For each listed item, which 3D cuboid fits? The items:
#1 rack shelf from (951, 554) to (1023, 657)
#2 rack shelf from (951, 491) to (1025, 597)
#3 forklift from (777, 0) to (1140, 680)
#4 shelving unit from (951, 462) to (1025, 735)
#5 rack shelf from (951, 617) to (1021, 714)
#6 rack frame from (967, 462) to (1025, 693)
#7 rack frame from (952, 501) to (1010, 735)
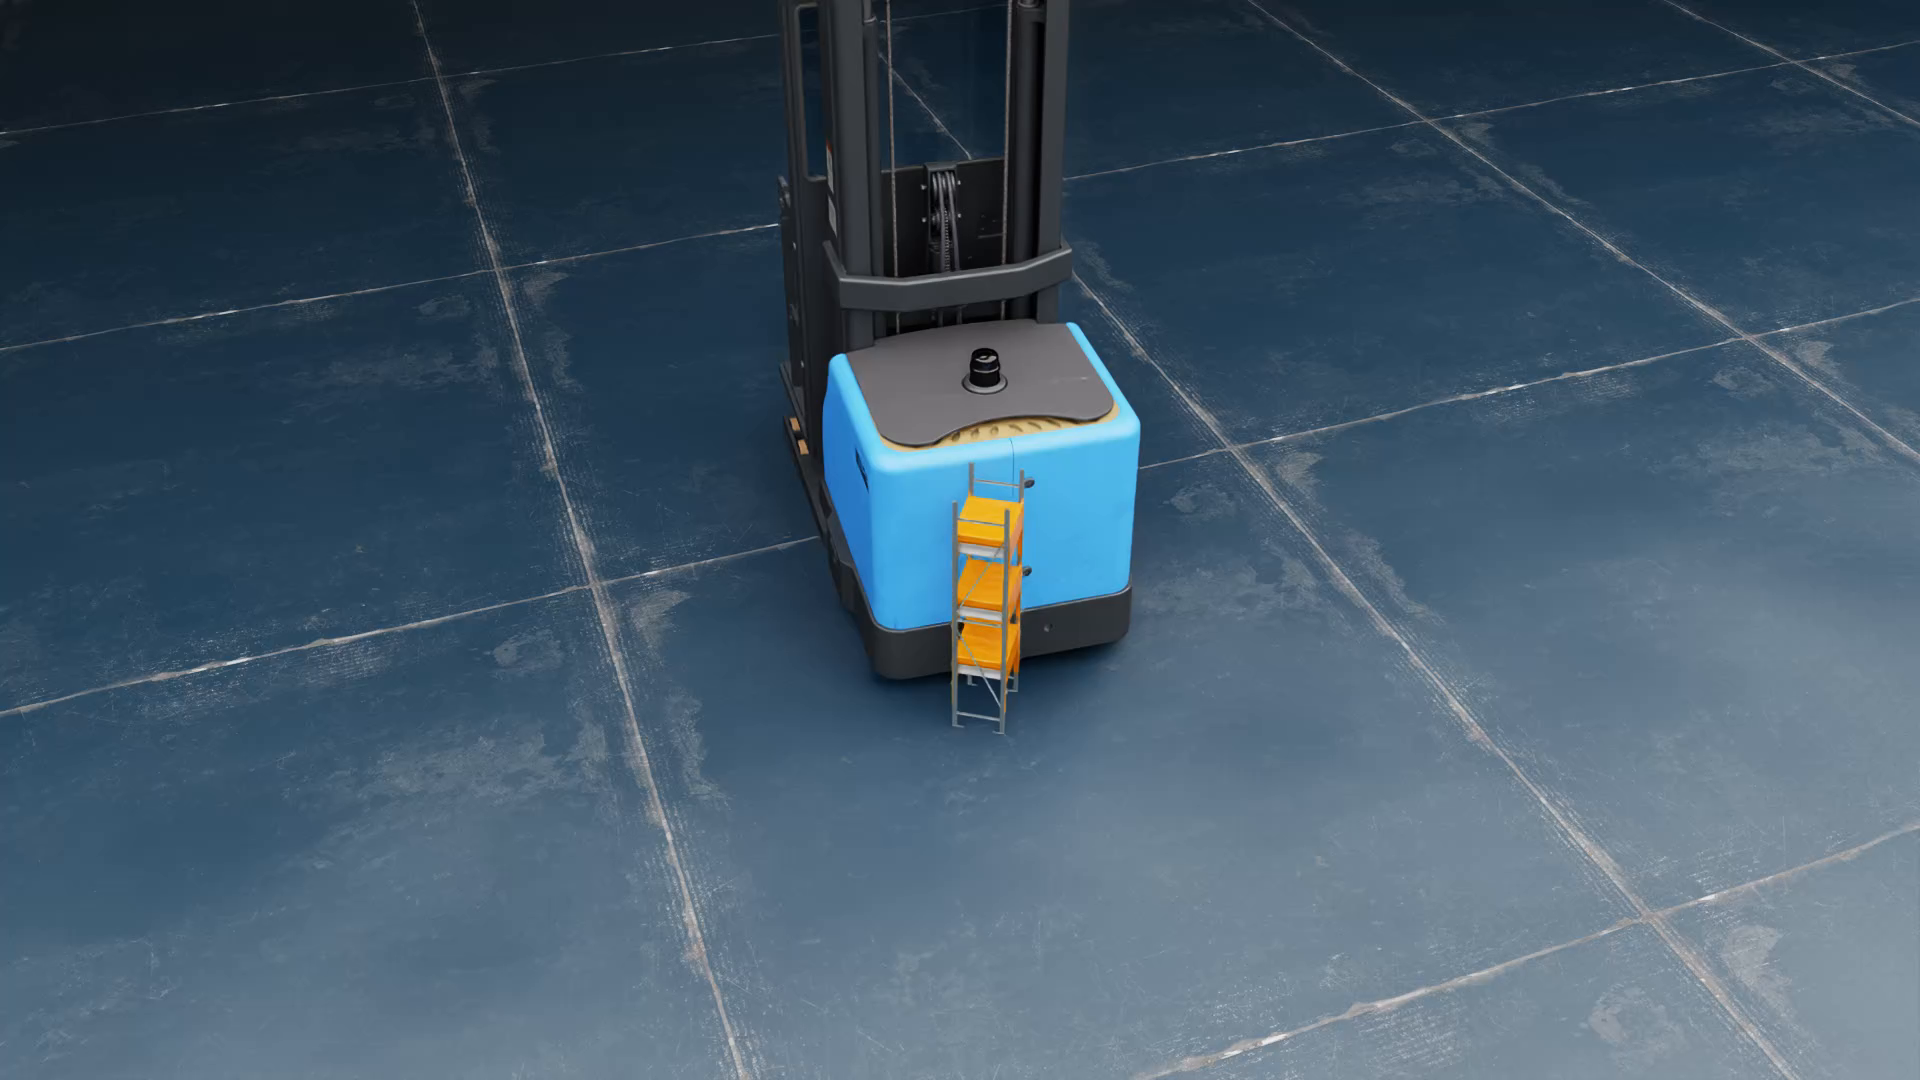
[{"bbox_3d":[0.099,0.239,6.077,0.215,0.259,0.240,8,38,11],"label":"rack shelf"},{"bbox_3d":[0.100,0.012,5.907,0.215,0.259,0.240,8,38,11],"label":"rack shelf"},{"bbox_3d":[-0.200,-1.521,6.834,1.130,2.935,3.031,-9,38,-12],"label":"forklift"},{"bbox_3d":[0.099,0.230,6.071,0.215,1.050,0.252,8,38,11],"label":"shelving unit"},{"bbox_3d":[0.098,0.461,6.245,0.215,0.259,0.240,8,38,11],"label":"rack shelf"},{"bbox_3d":[0.128,0.159,6.166,0.200,1.050,0.008,8,38,11],"label":"rack frame"},{"bbox_3d":[0.071,0.302,5.976,0.200,1.050,0.008,8,38,11],"label":"rack frame"}]
